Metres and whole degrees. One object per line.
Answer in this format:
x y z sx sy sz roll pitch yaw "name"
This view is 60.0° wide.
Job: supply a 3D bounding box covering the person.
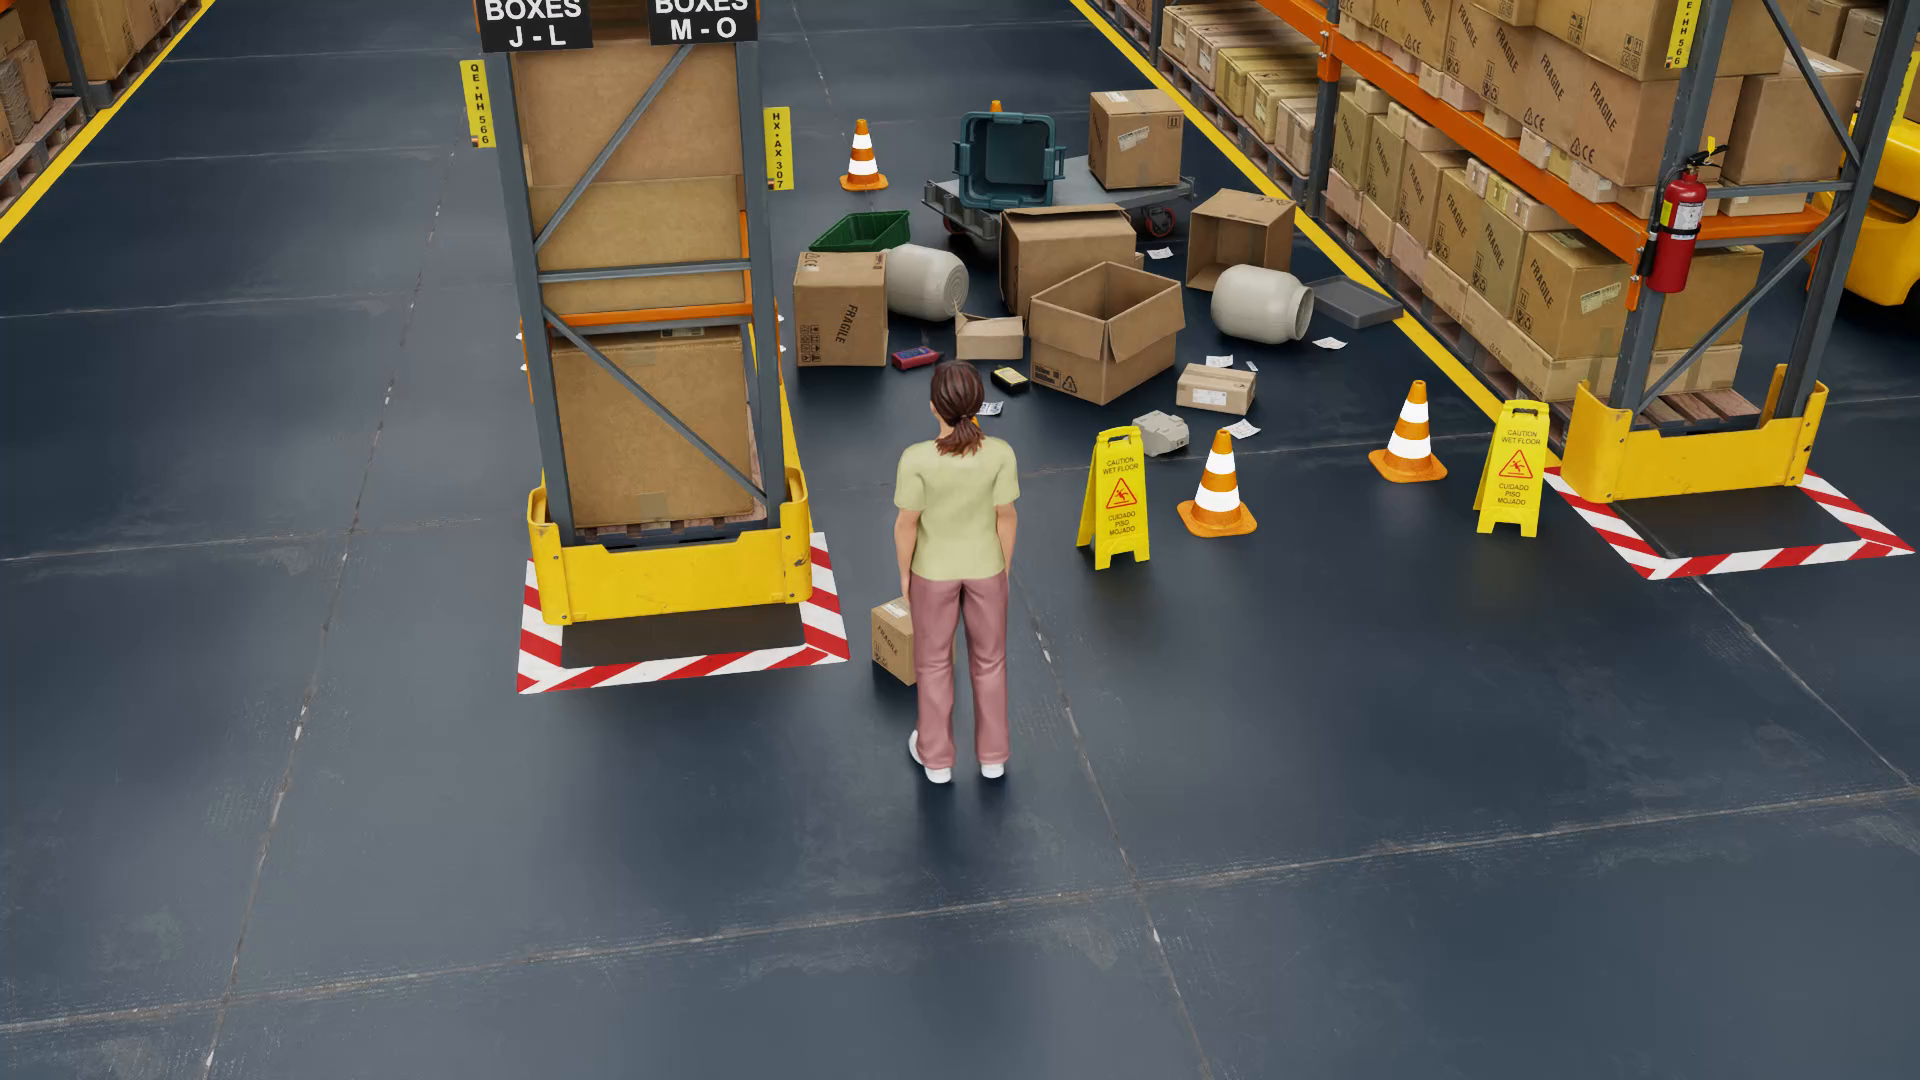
-0.015 0.130 5.921 0.438 1.670 0.349 -4 31 -7 "person"
